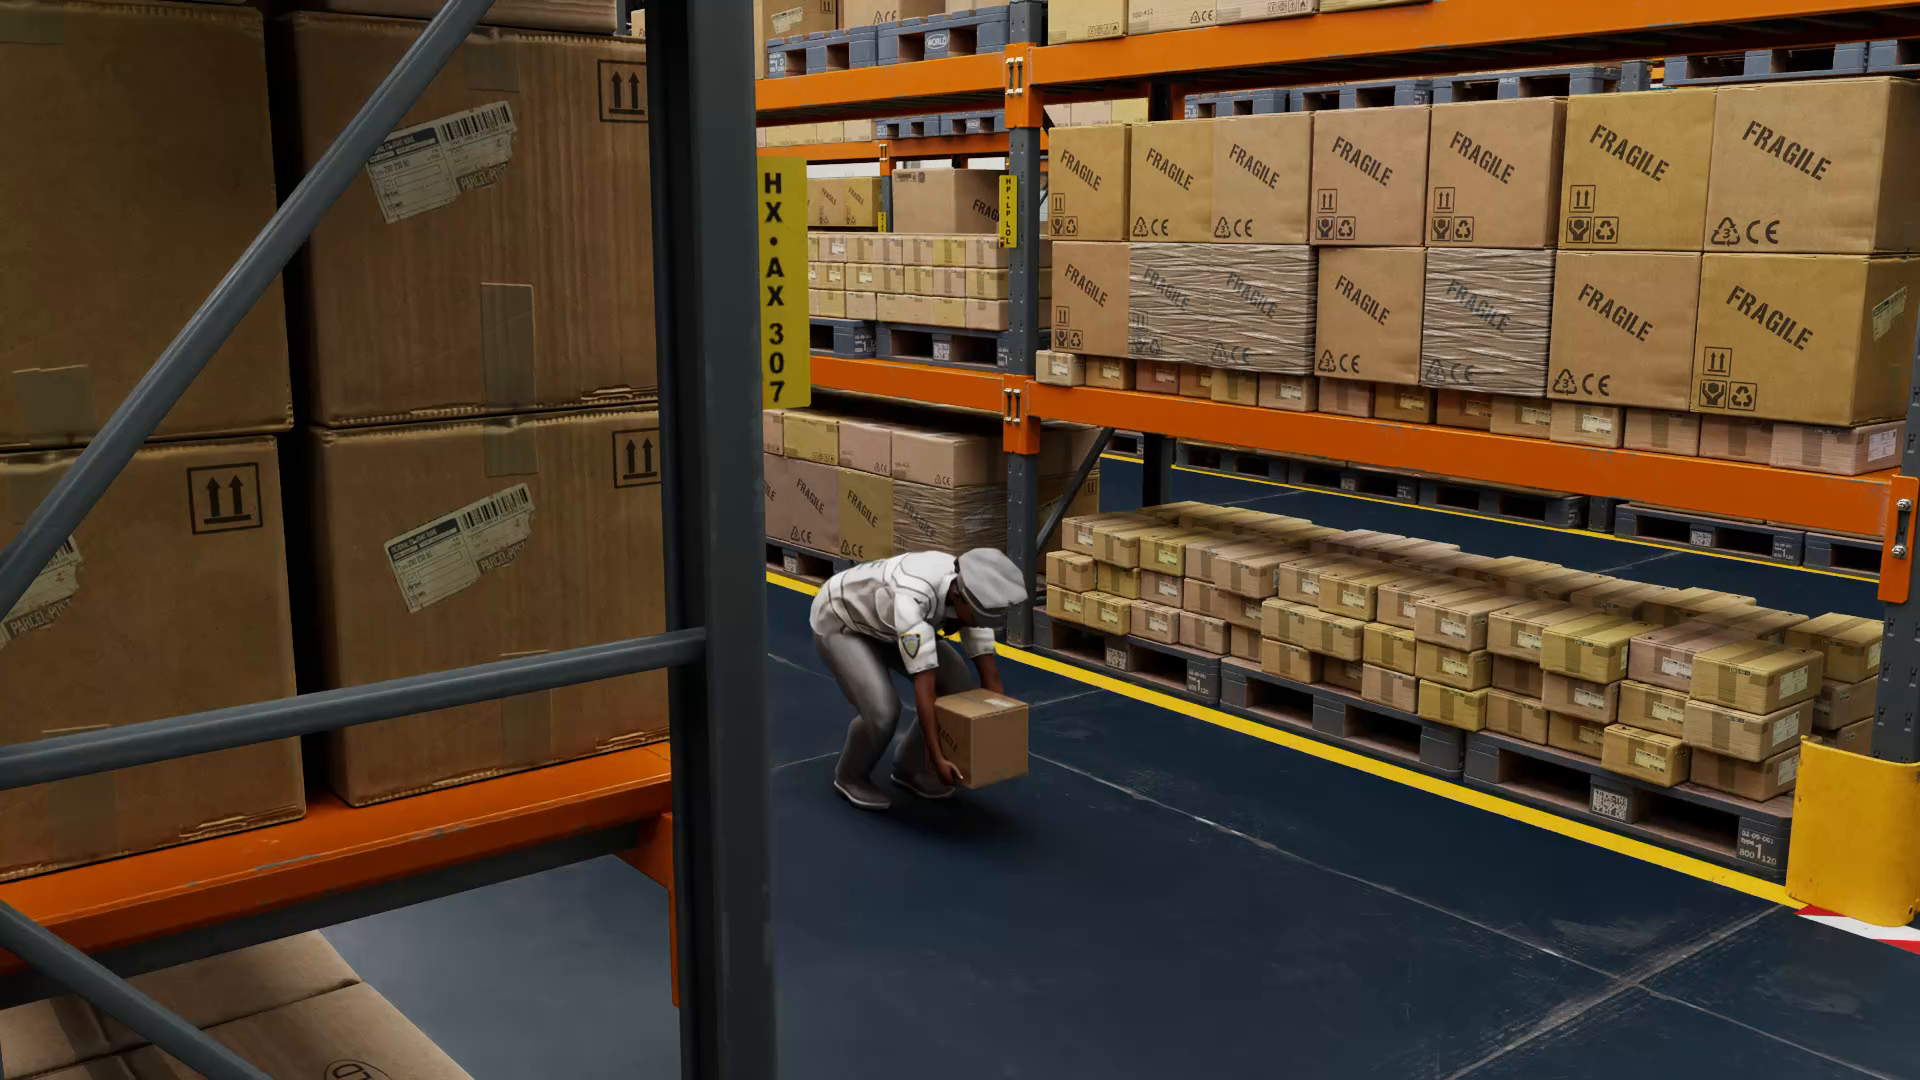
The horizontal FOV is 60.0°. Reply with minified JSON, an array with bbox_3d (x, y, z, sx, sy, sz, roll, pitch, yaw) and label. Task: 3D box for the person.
[{"bbox_3d":[-0.151,0.470,5.836,0.457,0.977,0.916,-9,14,-40],"label":"person"}]
